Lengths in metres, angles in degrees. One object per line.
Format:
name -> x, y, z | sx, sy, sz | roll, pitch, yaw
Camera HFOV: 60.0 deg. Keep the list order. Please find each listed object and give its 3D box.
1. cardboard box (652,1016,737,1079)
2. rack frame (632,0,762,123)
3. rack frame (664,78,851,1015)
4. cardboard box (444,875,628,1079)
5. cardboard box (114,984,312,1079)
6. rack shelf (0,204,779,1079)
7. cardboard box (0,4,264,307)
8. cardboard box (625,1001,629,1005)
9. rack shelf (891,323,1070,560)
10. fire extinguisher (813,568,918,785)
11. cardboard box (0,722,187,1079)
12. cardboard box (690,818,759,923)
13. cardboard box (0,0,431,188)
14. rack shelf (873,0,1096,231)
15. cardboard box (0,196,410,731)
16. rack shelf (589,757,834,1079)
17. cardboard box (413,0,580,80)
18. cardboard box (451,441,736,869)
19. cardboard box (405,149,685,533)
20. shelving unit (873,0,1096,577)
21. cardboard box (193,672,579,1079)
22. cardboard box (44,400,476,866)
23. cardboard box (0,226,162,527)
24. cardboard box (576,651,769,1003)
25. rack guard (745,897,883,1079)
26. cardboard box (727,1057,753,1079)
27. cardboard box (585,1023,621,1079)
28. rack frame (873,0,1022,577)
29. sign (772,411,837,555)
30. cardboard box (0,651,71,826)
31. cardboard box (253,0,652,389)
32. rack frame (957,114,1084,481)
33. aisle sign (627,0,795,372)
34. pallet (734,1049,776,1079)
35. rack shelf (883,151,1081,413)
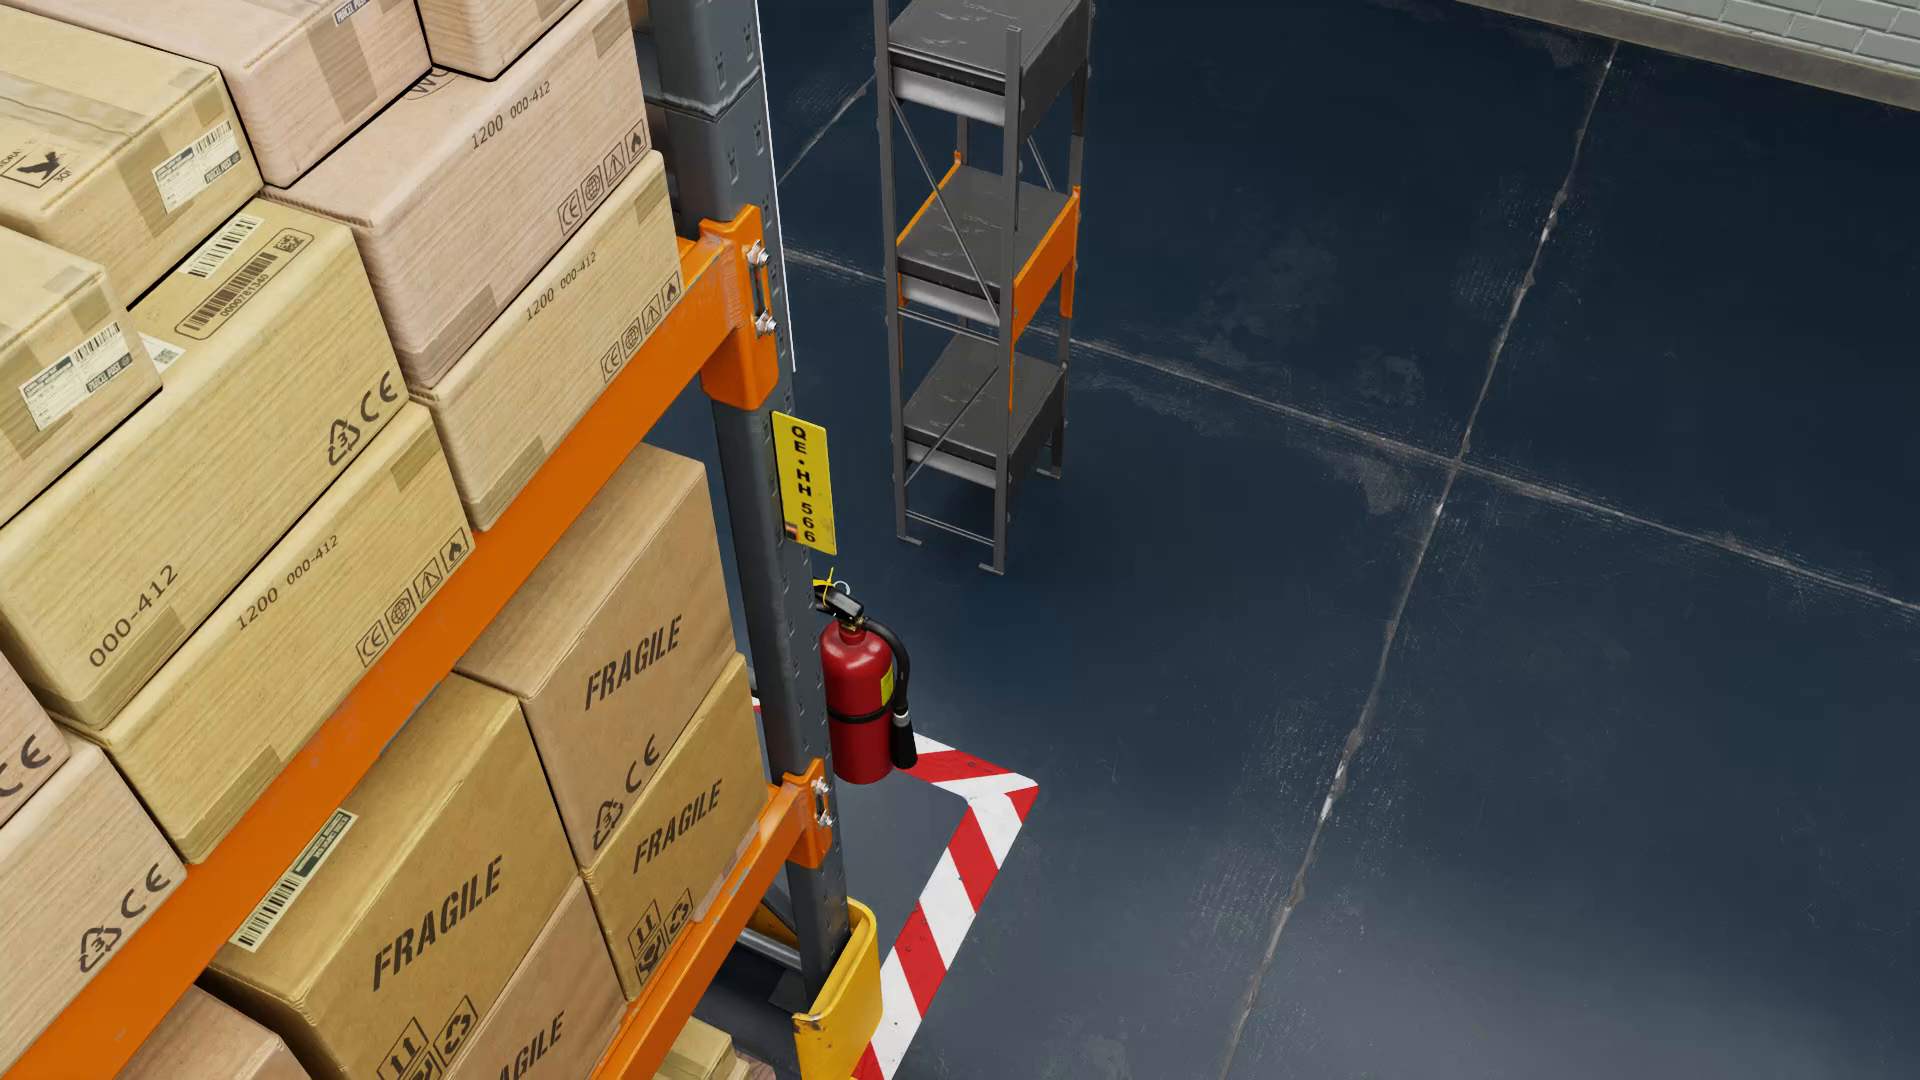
cardboard box -> -0.759, 1.231, 3.938 | 0.380, 0.149, 0.250 | 20, 53, 16
rack frame -> -0.762, -1.755, 1.335 | 1.000, 3.000, 0.127 | 20, 52, 16
rack frame -> -0.762, 0.189, 3.619 | 1.000, 3.000, 0.127 | 20, 52, 16
cardboard box -> -0.946, 0.807, 2.833 | 0.500, 0.500, 0.500 | 19, 52, 16
cardboard box -> -1.163, 0.842, 2.146 | 0.500, 0.500, 0.500 | 22, 53, 18
rack shelf -> -1.617, 0.827, 1.579 | 1.077, 0.370, 4.000 | 20, 52, 16
cardboard box -> -0.941, -0.386, 1.648 | 0.380, 0.149, 0.250 | 18, 52, 15
cardboard box -> -0.786, 0.746, 3.311 | 0.380, 0.149, 0.250 | 20, 52, 16
rack shelf -> 0.071, -0.332, 5.591 | 0.431, 0.518, 0.480 | 20, 52, 16
fire extinguisher -> -0.237, 0.312, 3.811 | 0.296, 0.674, 0.183 | 20, 52, 16
cardboard box -> -1.153, 0.356, 1.607 | 0.500, 0.250, 0.500 | 22, 53, 18
cardboard box -> -0.646, 0.587, 3.446 | 0.380, 0.149, 0.250 | 20, 52, 16
cardboard box -> -0.813, -0.556, 1.793 | 0.380, 0.149, 0.250 | 20, 53, 17
rack shelf -> 0.071, -1.239, 4.525 | 0.431, 0.518, 0.480 | 20, 52, 16
cardboard box -> -0.946, -0.144, 1.703 | 0.500, 0.250, 0.500 | 19, 52, 15
rack shelf -> -1.617, 1.800, 2.722 | 1.077, 0.370, 4.000 | 20, 52, 16
cardboard box -> -0.639, -0.701, 1.916 | 0.380, 0.149, 0.250 | 19, 52, 16
cardboard box -> -0.733, 0.132, 2.750 | 0.500, 0.500, 0.500 | 19, 52, 15
cardboard box -> -0.717, -0.335, 2.194 | 0.500, 0.250, 0.500 | 19, 52, 15
shelving unit -> 0.071, -0.794, 5.047 | 0.431, 2.100, 0.503 | 20, 52, 16
cardboard box -> -0.949, 0.481, 2.453 | 0.500, 0.500, 0.500 | 18, 52, 15
cardboard box -> -0.929, 0.019, 1.893 | 0.500, 0.250, 0.500 | 20, 52, 16
cardboard box -> -0.956, -0.169, 1.463 | 0.380, 0.149, 0.250 | 21, 53, 17
cardboard box -> -0.722, 0.454, 3.134 | 0.500, 0.500, 0.500 | 21, 53, 17
rack guard -> -0.795, 1.052, 4.527 | 1.175, 0.500, 0.348 | 20, 52, 16
cardboard box -> -0.730, 1.337, 4.044 | 0.380, 0.149, 0.250 | 19, 52, 15
cardboard box -> -0.880, 0.924, 3.159 | 0.380, 0.149, 0.250 | 19, 52, 16
rack frame -> -0.034, -0.626, 4.904 | 0.400, 2.100, 0.015 | 20, 52, 16
sign -> -0.269, -0.094, 2.893 | 0.100, 0.325, 0.005 | 20, 52, 16
cardboard box -> -1.168, 0.208, 1.404 | 0.500, 0.250, 0.500 | 21, 53, 17
cardboard box -> -0.729, -0.496, 2.003 | 0.500, 0.250, 0.500 | 18, 52, 15
rack frame -> 0.175, -0.962, 5.190 | 0.400, 2.100, 0.015 | 20, 52, 16
aisle sign -> -0.460, -0.606, 2.589 | 0.394, 0.787, 0.004 | 20, 52, 16
pallet -> -1.174, 1.693, 4.171 | 1.003, 0.211, 1.213 | 20, 52, 16
rack shelf -> 0.071, -0.786, 5.058 | 0.431, 0.518, 0.480 | 20, 52, 16
